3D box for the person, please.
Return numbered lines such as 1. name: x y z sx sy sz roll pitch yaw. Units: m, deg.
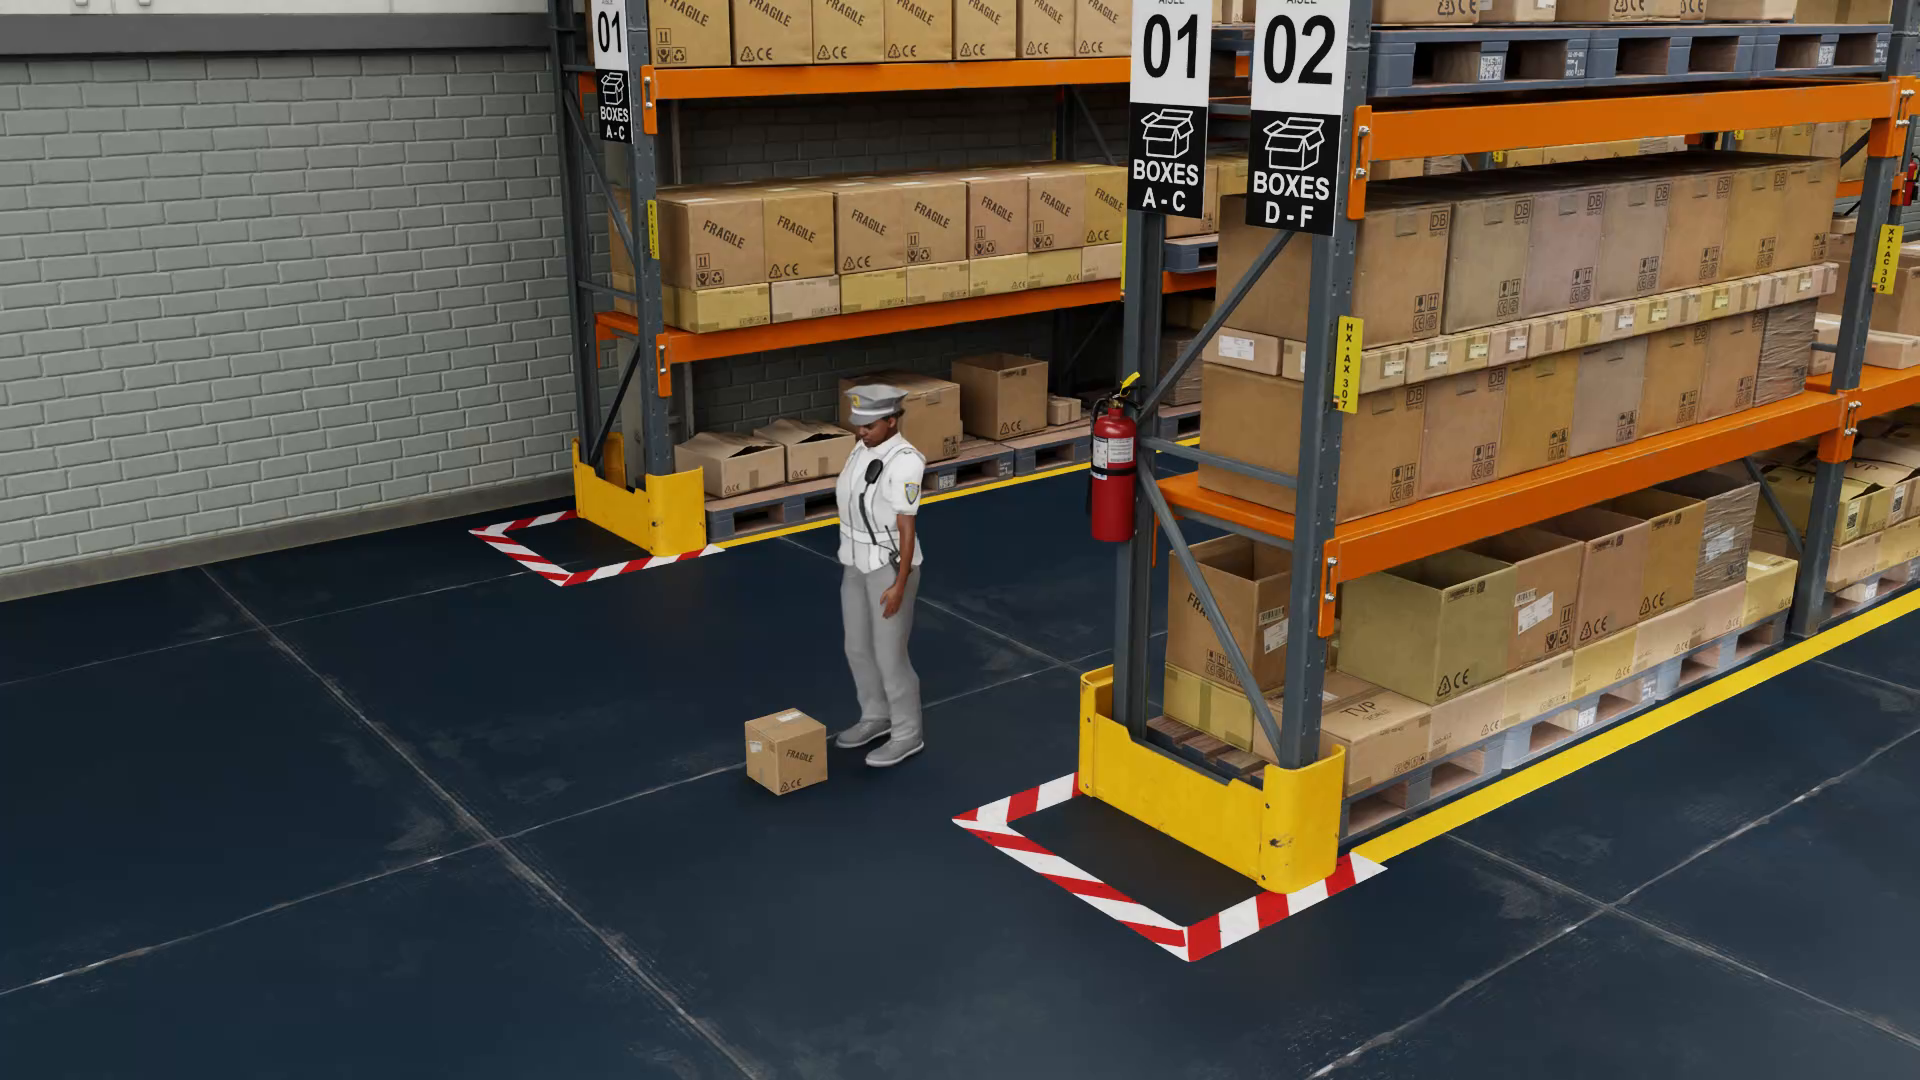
1. person: -0.339 0.146 7.120 0.339 1.658 0.439 -13 22 -35
